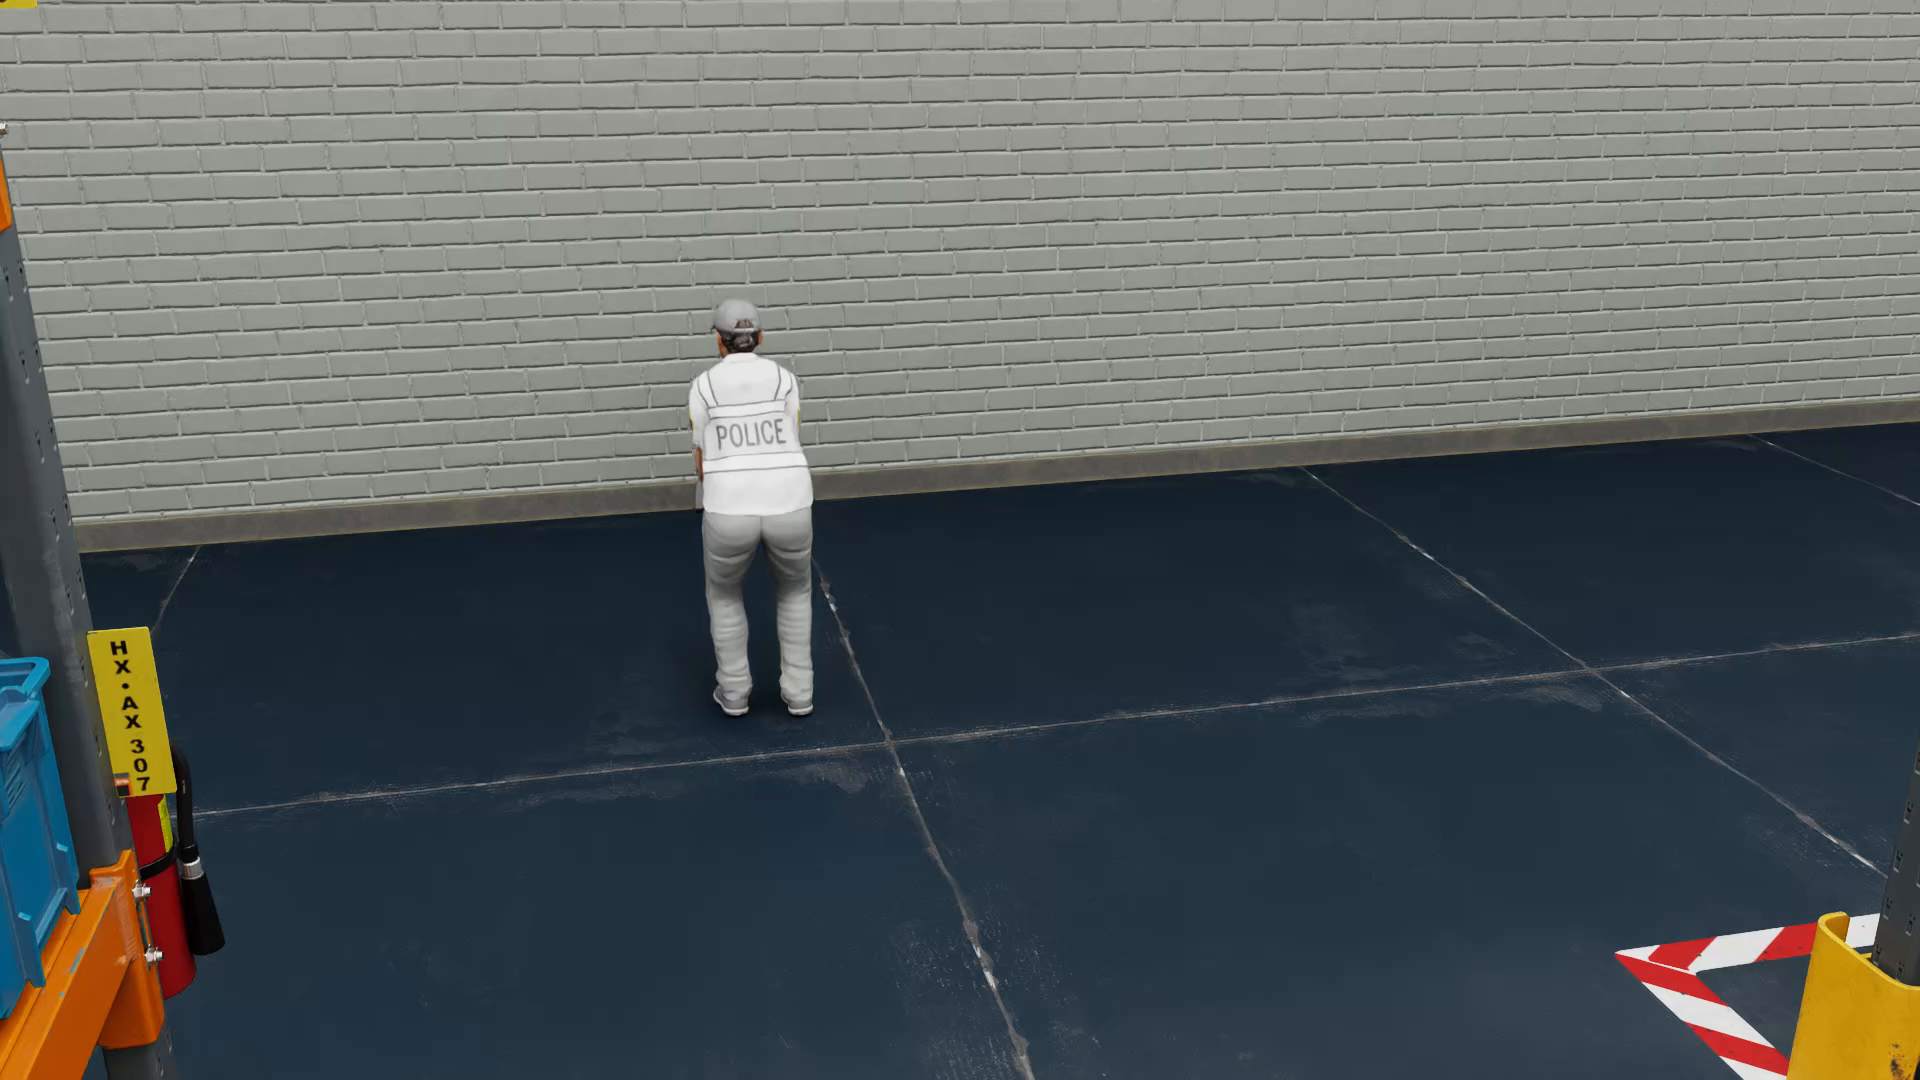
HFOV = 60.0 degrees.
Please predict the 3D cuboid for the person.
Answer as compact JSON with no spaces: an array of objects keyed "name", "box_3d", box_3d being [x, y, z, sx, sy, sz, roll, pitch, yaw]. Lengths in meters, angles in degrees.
[{"name":"person","box_3d":[-0.805,-0.114,6.437,0.448,1.639,0.580,-5,20,-13]}]
